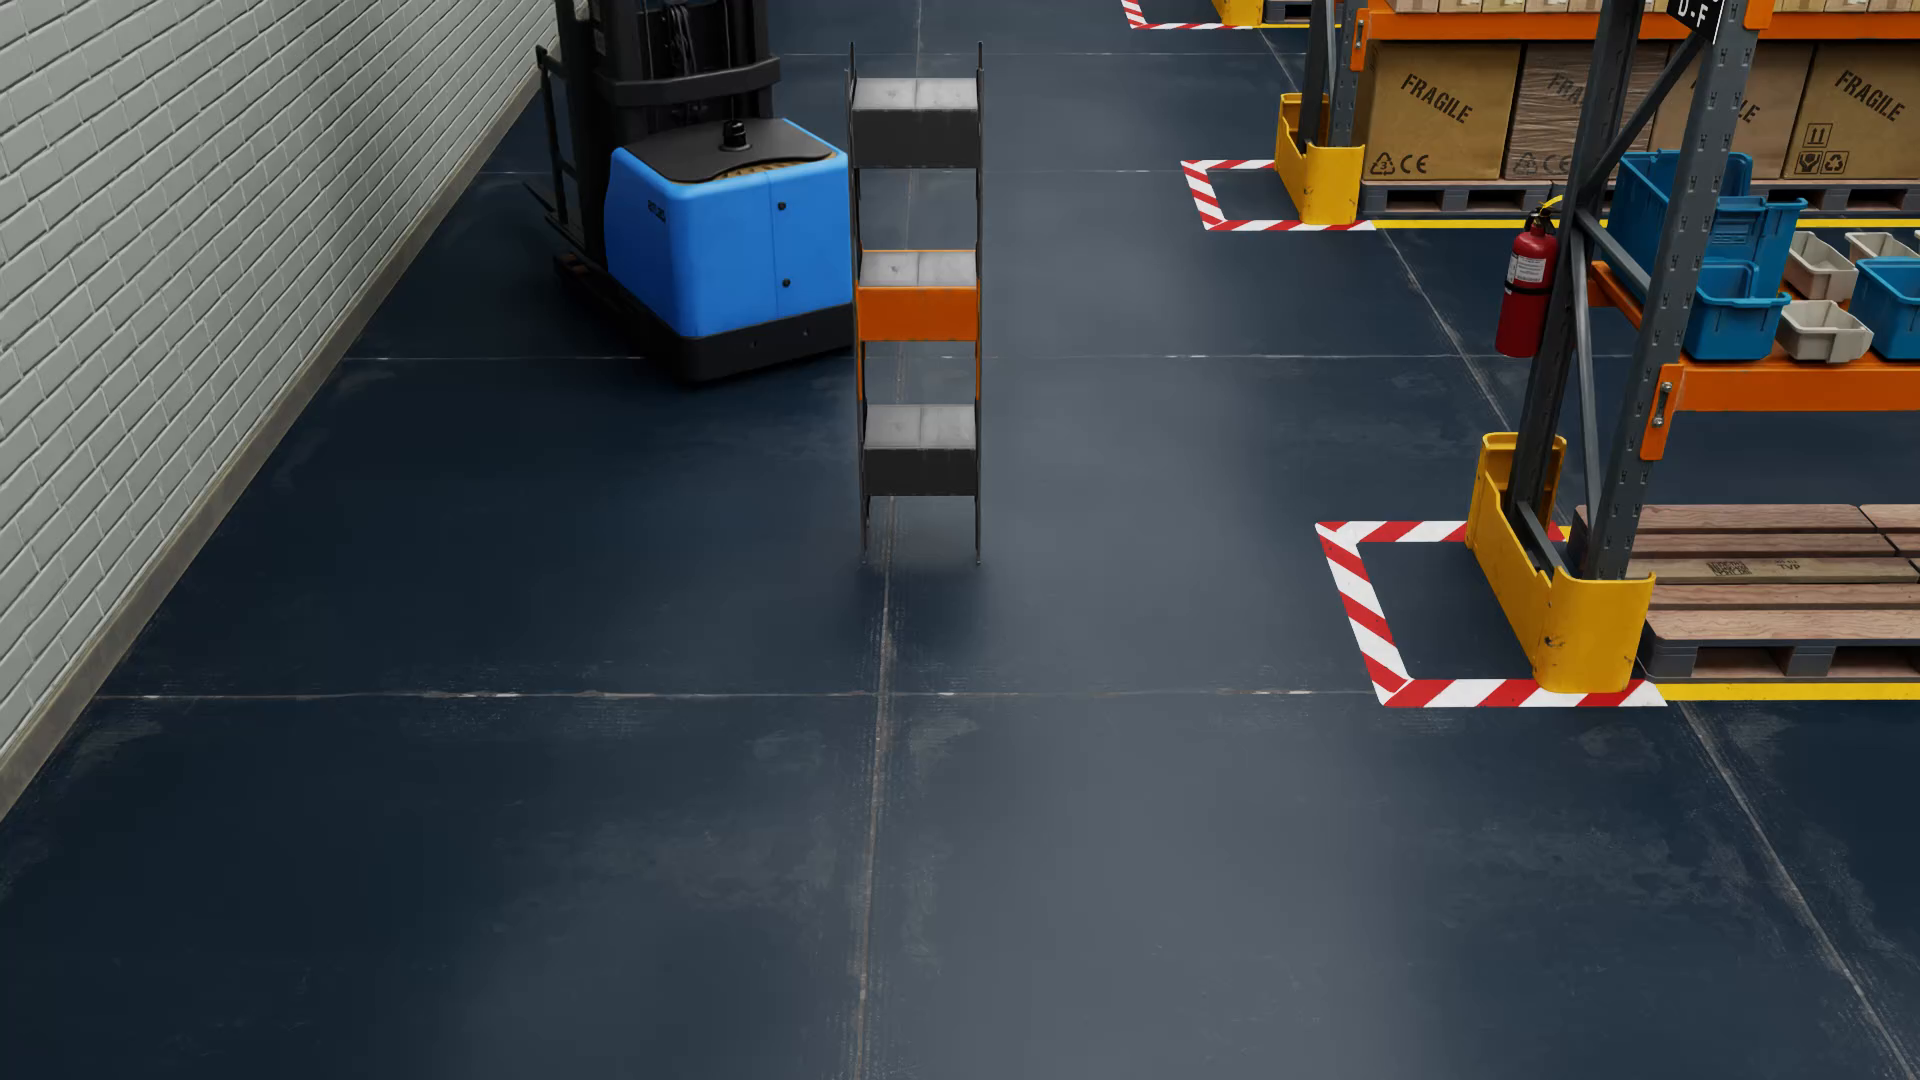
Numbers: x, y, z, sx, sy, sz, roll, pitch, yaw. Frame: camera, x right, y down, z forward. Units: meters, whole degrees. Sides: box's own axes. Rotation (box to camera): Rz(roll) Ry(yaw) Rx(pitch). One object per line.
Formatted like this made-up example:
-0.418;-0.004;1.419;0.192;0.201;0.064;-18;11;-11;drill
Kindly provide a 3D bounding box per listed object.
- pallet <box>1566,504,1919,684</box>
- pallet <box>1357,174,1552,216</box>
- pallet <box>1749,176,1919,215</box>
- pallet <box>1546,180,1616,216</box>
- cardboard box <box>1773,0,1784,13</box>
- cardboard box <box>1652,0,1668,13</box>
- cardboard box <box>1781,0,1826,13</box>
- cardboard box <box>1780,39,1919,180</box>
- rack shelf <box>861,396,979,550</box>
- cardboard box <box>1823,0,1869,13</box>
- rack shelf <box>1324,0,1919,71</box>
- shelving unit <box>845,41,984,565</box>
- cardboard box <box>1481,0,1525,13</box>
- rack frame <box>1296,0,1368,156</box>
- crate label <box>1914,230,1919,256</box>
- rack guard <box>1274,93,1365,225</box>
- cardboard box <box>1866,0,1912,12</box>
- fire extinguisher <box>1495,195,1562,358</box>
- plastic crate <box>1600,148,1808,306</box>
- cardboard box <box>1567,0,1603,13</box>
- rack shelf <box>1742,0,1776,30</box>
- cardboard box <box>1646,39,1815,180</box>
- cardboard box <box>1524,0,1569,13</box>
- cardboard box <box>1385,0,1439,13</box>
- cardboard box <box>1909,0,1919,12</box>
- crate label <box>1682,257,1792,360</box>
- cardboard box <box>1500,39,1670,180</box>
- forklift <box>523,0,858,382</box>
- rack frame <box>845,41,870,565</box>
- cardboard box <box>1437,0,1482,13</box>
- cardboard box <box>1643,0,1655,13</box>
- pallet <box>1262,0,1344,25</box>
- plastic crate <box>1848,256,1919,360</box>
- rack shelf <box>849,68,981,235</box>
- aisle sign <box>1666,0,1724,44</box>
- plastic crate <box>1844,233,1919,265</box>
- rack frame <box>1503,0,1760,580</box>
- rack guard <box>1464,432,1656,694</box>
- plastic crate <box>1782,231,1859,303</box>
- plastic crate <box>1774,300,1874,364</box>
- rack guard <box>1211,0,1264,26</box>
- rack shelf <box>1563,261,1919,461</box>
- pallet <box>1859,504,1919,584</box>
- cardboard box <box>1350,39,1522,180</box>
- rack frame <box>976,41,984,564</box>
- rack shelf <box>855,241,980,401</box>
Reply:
3.220;0.197;6.721;1.213;0.211;1.003;0;31;0;pallet
3.165;-2.432;11.056;1.213;0.211;1.003;0;31;0;pallet
5.605;-2.440;11.068;1.213;0.211;1.003;0;31;0;pallet
4.382;-2.435;11.059;1.213;0.211;1.003;0;31;0;pallet
4.778;-3.312;10.058;0.250;0.149;0.380;-1;31;-1;cardboard box
4.261;-3.310;10.055;0.250;0.149;0.380;-1;31;-2;cardboard box
5.034;-3.312;10.060;0.250;0.149;0.380;0;31;1;cardboard box
5.705;-2.905;10.789;0.875;0.875;0.875;0;31;0;cardboard box
-0.166;-0.287;7.075;0.480;0.518;0.431;0;31;0;rack shelf
5.291;-3.313;10.061;0.250;0.149;0.380;0;31;1;cardboard box
4.366;-3.280;10.458;4.000;0.370;1.077;0;31;0;rack shelf
-0.166;-0.897;6.704;0.503;2.100;0.431;0;31;0;shelving unit
3.235;-3.307;10.050;0.250;0.149;0.380;-1;31;-1;cardboard box
2.366;-3.582;10.261;0.127;3.000;1.000;0;31;0;rack frame
3.778;-1.029;6.250;0.243;0.136;0.396;0;31;0;crate label
2.342;-2.513;10.910;0.348;0.500;1.175;0;31;0;rack guard
5.549;-3.314;10.063;0.250;0.149;0.380;-1;31;-1;cardboard box
2.242;-1.055;6.531;0.183;0.674;0.296;0;31;0;fire extinguisher
2.729;-1.151;6.163;0.499;0.435;0.616;0;31;0;plastic crate
3.750;-3.308;10.053;0.250;0.149;0.380;-1;31;-1;cardboard box
4.396;-1.993;5.446;4.000;0.370;1.077;0;31;0;rack shelf
4.805;-2.902;10.784;0.875;0.875;0.875;0;31;0;cardboard box
3.496;-3.308;10.053;0.250;0.149;0.380;-1;31;-1;cardboard box
2.723;-3.304;10.046;0.250;0.149;0.380;0;31;0;cardboard box
5.805;-3.315;10.064;0.250;0.149;0.380;0;31;1;cardboard box
2.644;-0.796;5.774;0.303;0.233;0.416;0;31;0;crate label
3.915;-2.899;10.780;0.875;0.875;0.875;0;31;0;cardboard box
-1.716;-2.784;9.013;1.130;2.935;3.031;-18;35;-26;forklift
-0.410;-0.896;6.703;0.015;2.100;0.400;0;31;0;rack frame
2.979;-3.306;10.049;0.250;0.149;0.380;-1;31;-1;cardboard box
4.008;-3.309;10.055;0.250;0.149;0.380;0;31;-1;cardboard box
3.325;-4.947;15.200;1.213;0.211;1.003;0;31;0;pallet
3.303;-0.798;5.778;0.300;0.233;0.416;0;31;0;plastic crate
-0.166;-1.484;6.348;0.480;0.518;0.431;0;31;0;rack shelf
2.325;-1.969;5.098;0.004;0.787;0.394;0;31;0;aisle sign
3.500;-1.015;6.228;0.243;0.136;0.396;0;31;0;plastic crate
2.396;-1.012;6.027;0.127;3.000;1.000;0;31;0;rack frame
2.372;0.063;6.664;0.348;0.500;1.175;0;31;0;rack guard
3.210;-1.022;6.239;0.243;0.136;0.396;0;31;0;plastic crate
2.966;-0.713;5.730;0.298;0.136;0.250;0;31;0;plastic crate
2.513;-5.086;15.151;0.348;0.500;1.175;0;31;0;rack guard
4.396;-0.711;6.224;4.000;0.370;1.077;0;31;0;rack shelf
4.437;0.195;6.725;1.213;0.211;1.003;0;31;0;pallet
3.005;-2.896;10.775;0.875;0.875;0.875;0;31;0;cardboard box
0.078;-0.898;6.706;0.015;2.100;0.400;0;31;0;rack frame
-0.166;-0.886;6.712;0.480;0.518;0.431;0;31;0;rack shelf
